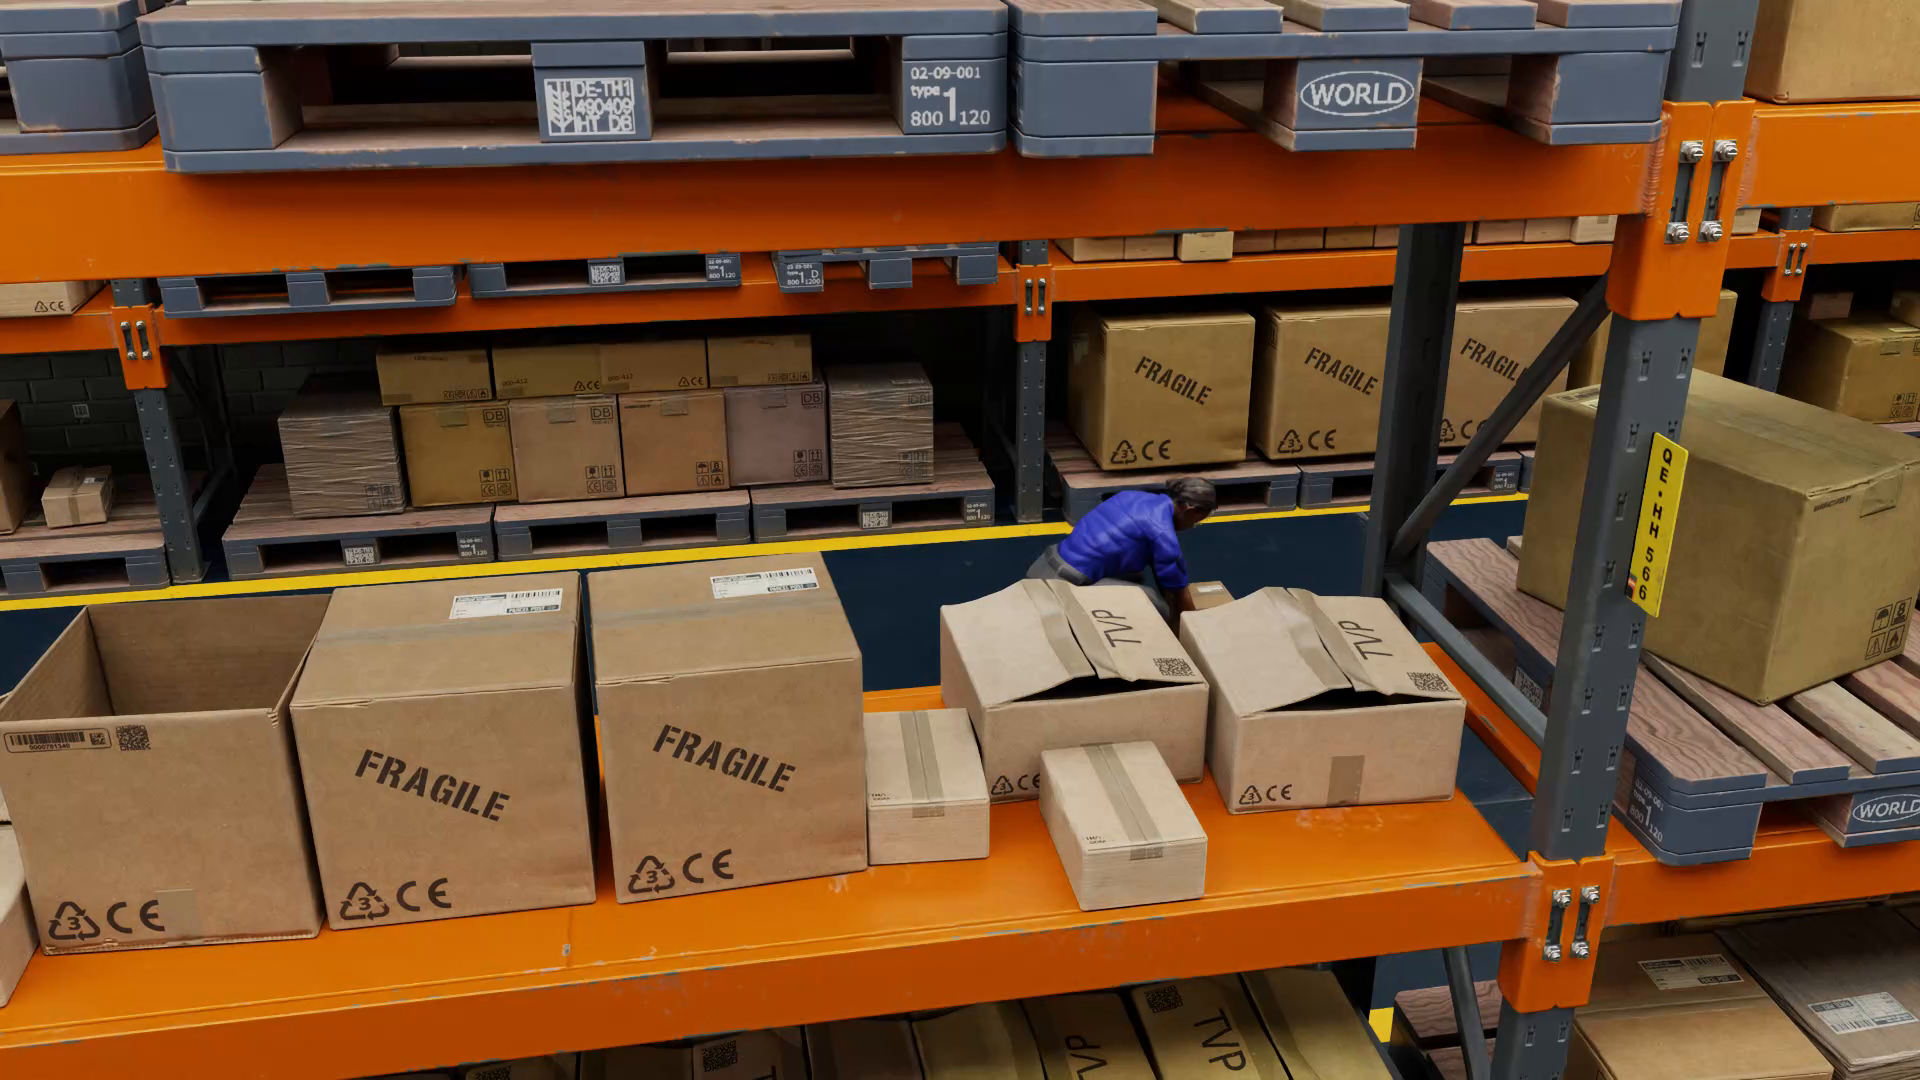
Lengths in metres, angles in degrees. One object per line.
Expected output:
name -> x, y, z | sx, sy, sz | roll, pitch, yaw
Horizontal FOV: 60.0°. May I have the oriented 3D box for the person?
person -> 0.688, 0.148, 6.923 | 0.823, 0.810, 0.479 | -4, 24, -10
